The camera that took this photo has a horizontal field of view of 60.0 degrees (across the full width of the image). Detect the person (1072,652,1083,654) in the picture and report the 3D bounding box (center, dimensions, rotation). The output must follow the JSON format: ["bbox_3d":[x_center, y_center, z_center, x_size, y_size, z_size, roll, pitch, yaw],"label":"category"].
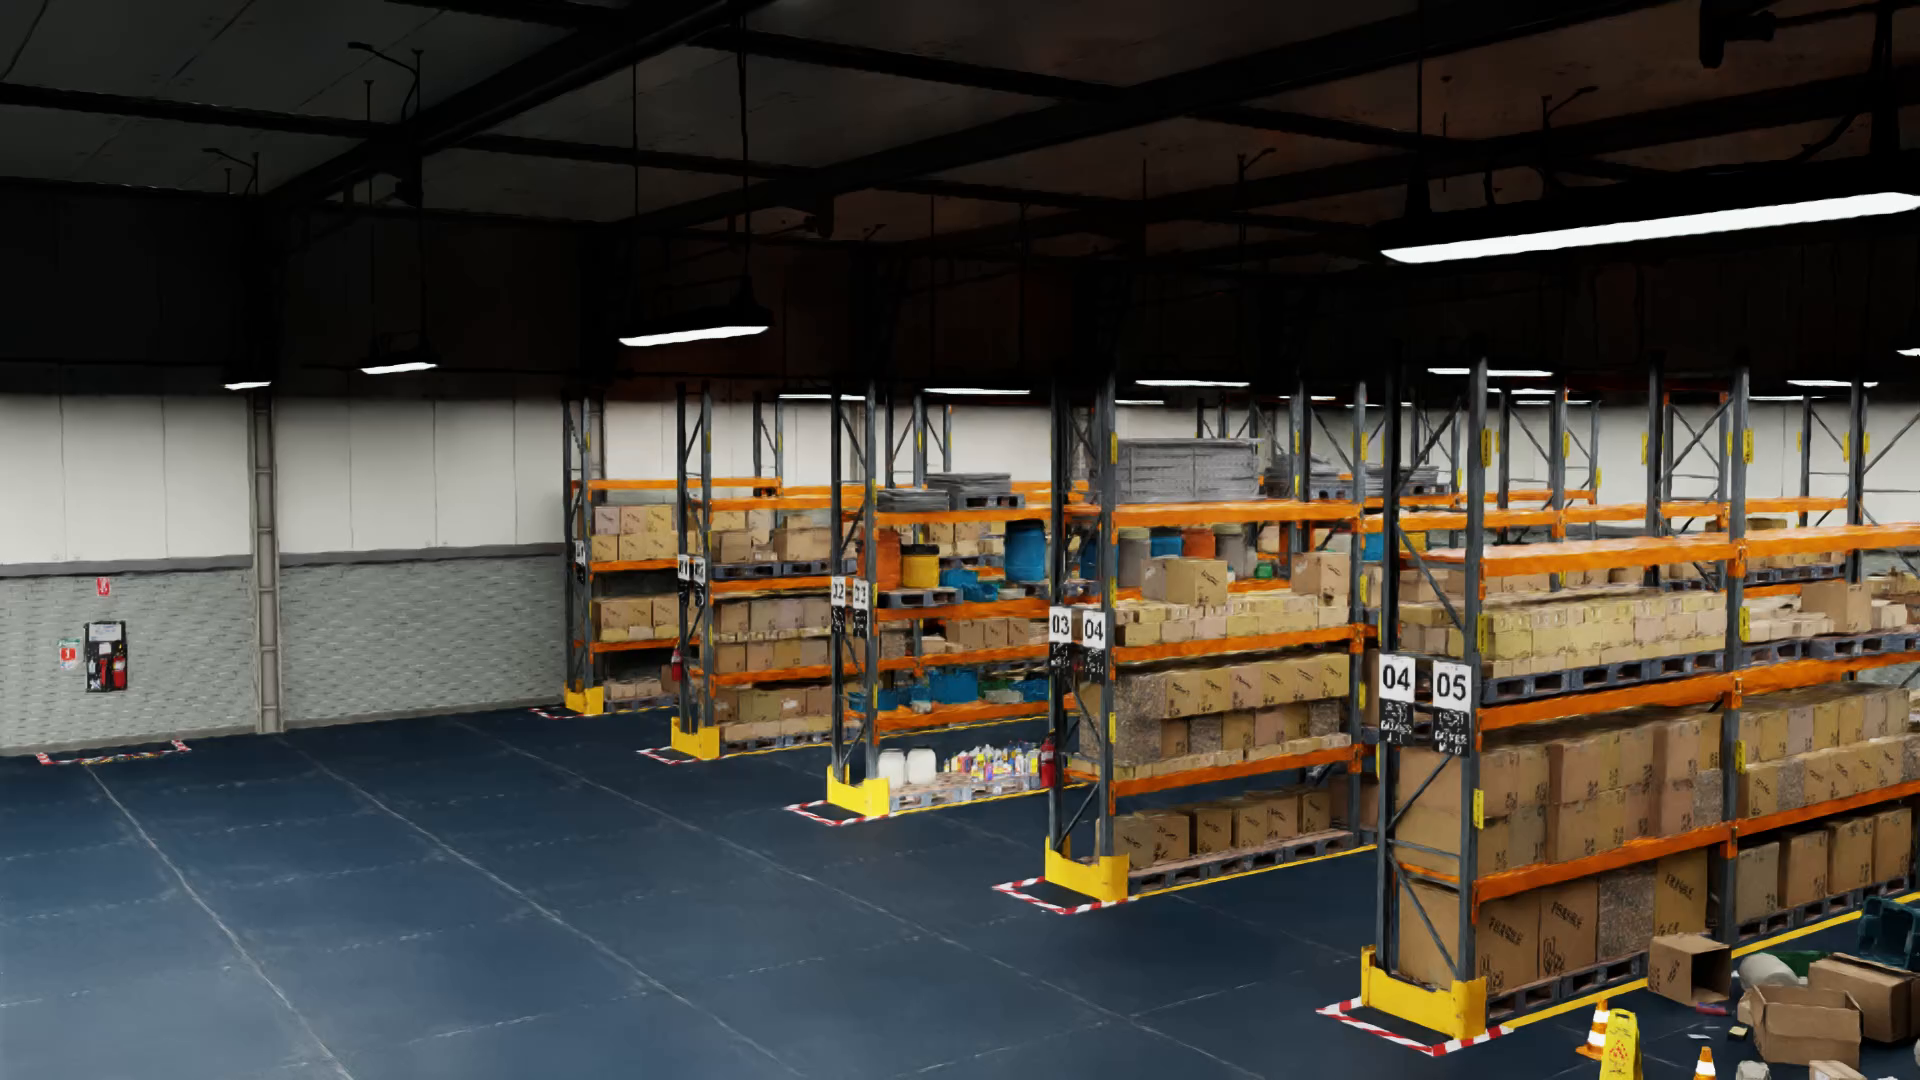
[{"bbox_3d":[2.324,2.211,33.994,1.041,1.517,0.415,-3,5,-37],"label":"person"}]

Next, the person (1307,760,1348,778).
[{"bbox_3d":[5.493,2.697,25.018,1.113,1.686,0.582,-3,5,-37],"label":"person"}]
